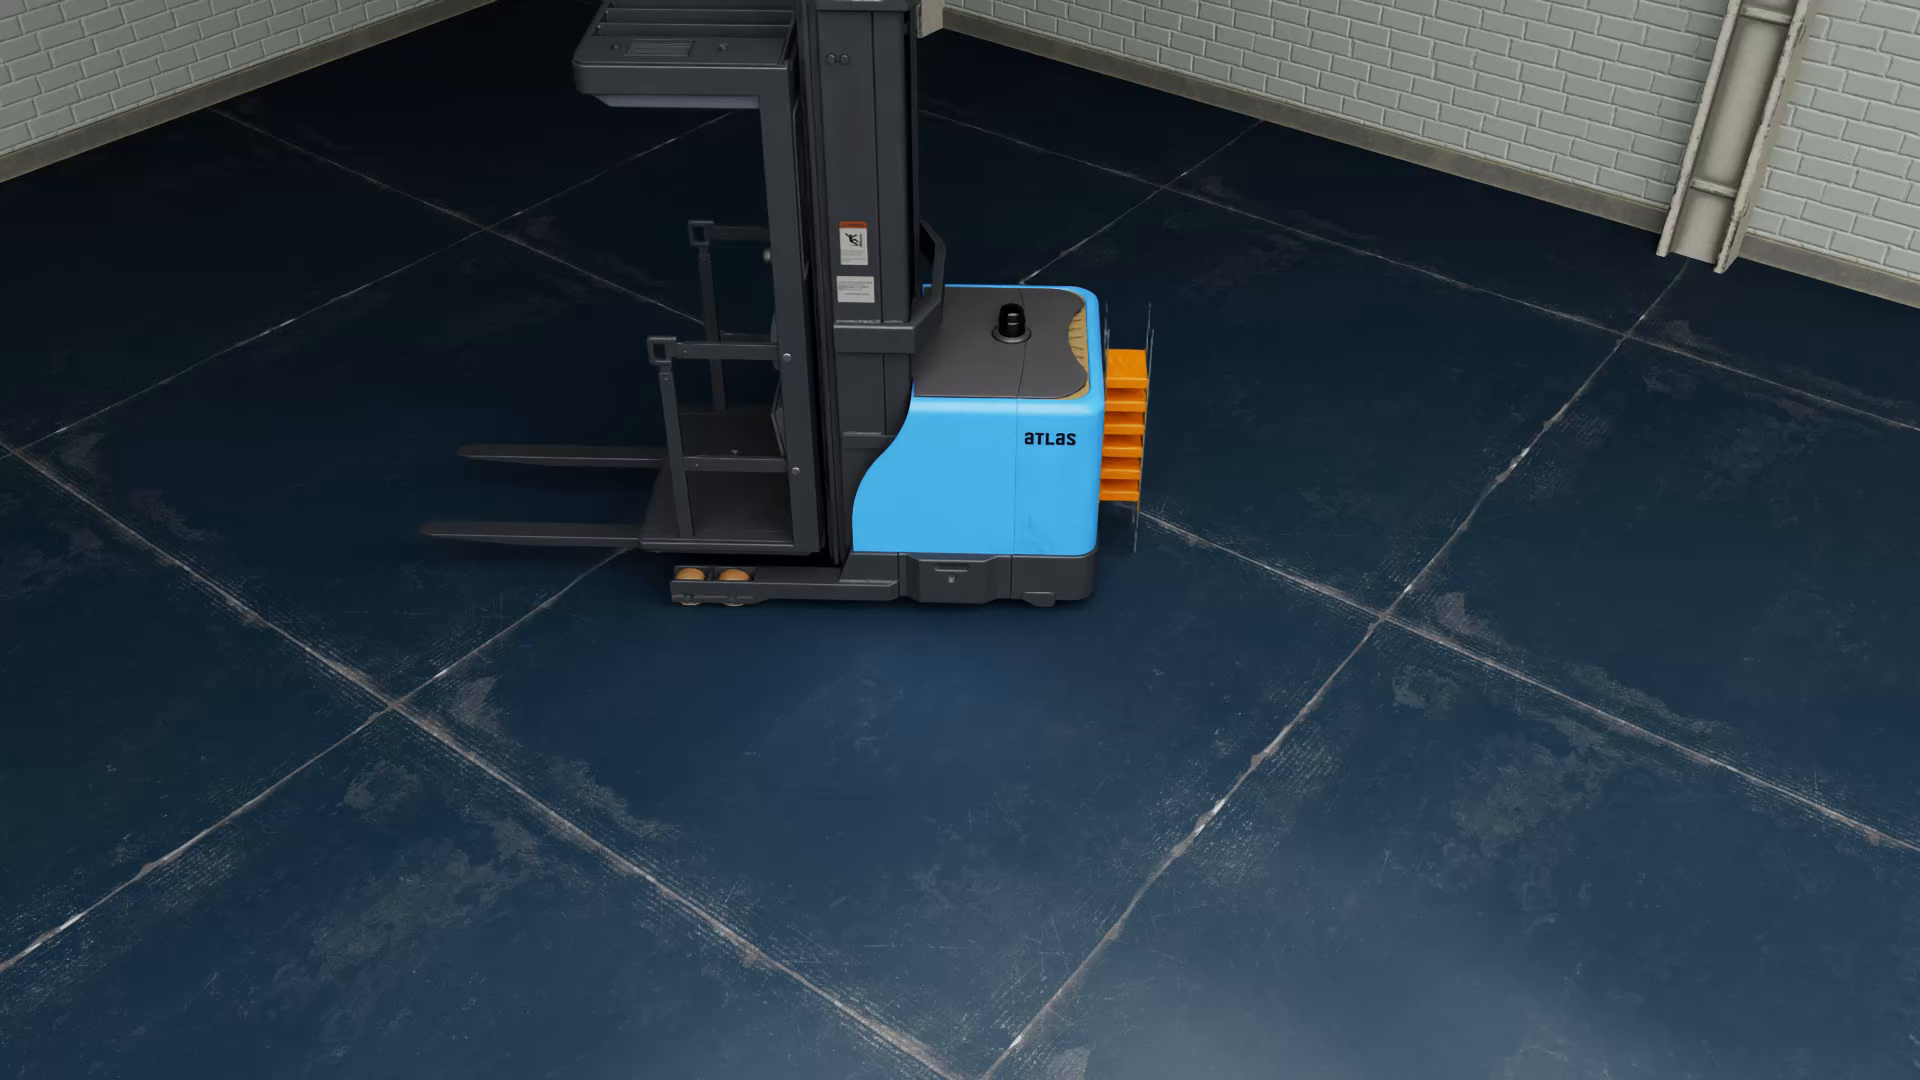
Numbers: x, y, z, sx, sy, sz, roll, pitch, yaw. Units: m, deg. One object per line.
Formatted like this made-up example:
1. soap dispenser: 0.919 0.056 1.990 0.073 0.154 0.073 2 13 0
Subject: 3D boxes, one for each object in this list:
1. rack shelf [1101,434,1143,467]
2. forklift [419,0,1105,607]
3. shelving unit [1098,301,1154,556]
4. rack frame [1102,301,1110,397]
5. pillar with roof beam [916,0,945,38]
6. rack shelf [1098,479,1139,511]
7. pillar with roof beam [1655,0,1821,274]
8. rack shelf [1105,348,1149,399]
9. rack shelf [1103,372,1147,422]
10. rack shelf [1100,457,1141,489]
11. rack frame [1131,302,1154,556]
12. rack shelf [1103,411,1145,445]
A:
1. rack shelf: 0.716 -0.439 7.409 0.180 0.103 0.258 1 38 2
2. forklift: -0.896 -1.185 6.886 3.031 2.935 1.130 1 38 2
3. shelving unit: 0.716 -0.474 7.382 0.189 1.200 0.258 1 38 2
4. rack frame: 0.624 -0.476 7.384 0.006 1.200 0.240 1 38 2
5. pillar with roof beam: -2.979 -5.390 7.335 0.400 9.000 9.100 25 45 29
6. rack shelf: 0.716 -0.250 7.557 0.180 0.103 0.258 1 38 2
7. pillar with roof beam: 1.787 -3.143 4.465 0.400 9.000 9.100 25 45 29
8. rack shelf: 0.716 -0.722 7.187 0.180 0.103 0.258 1 38 2
9. rack shelf: 0.716 -0.628 7.261 0.180 0.103 0.258 1 38 2
10. rack shelf: 0.716 -0.344 7.483 0.180 0.103 0.258 1 38 2
11. rack frame: 0.807 -0.472 7.380 0.006 1.200 0.240 1 38 2
12. rack shelf: 0.716 -0.533 7.335 0.180 0.103 0.258 1 38 2
